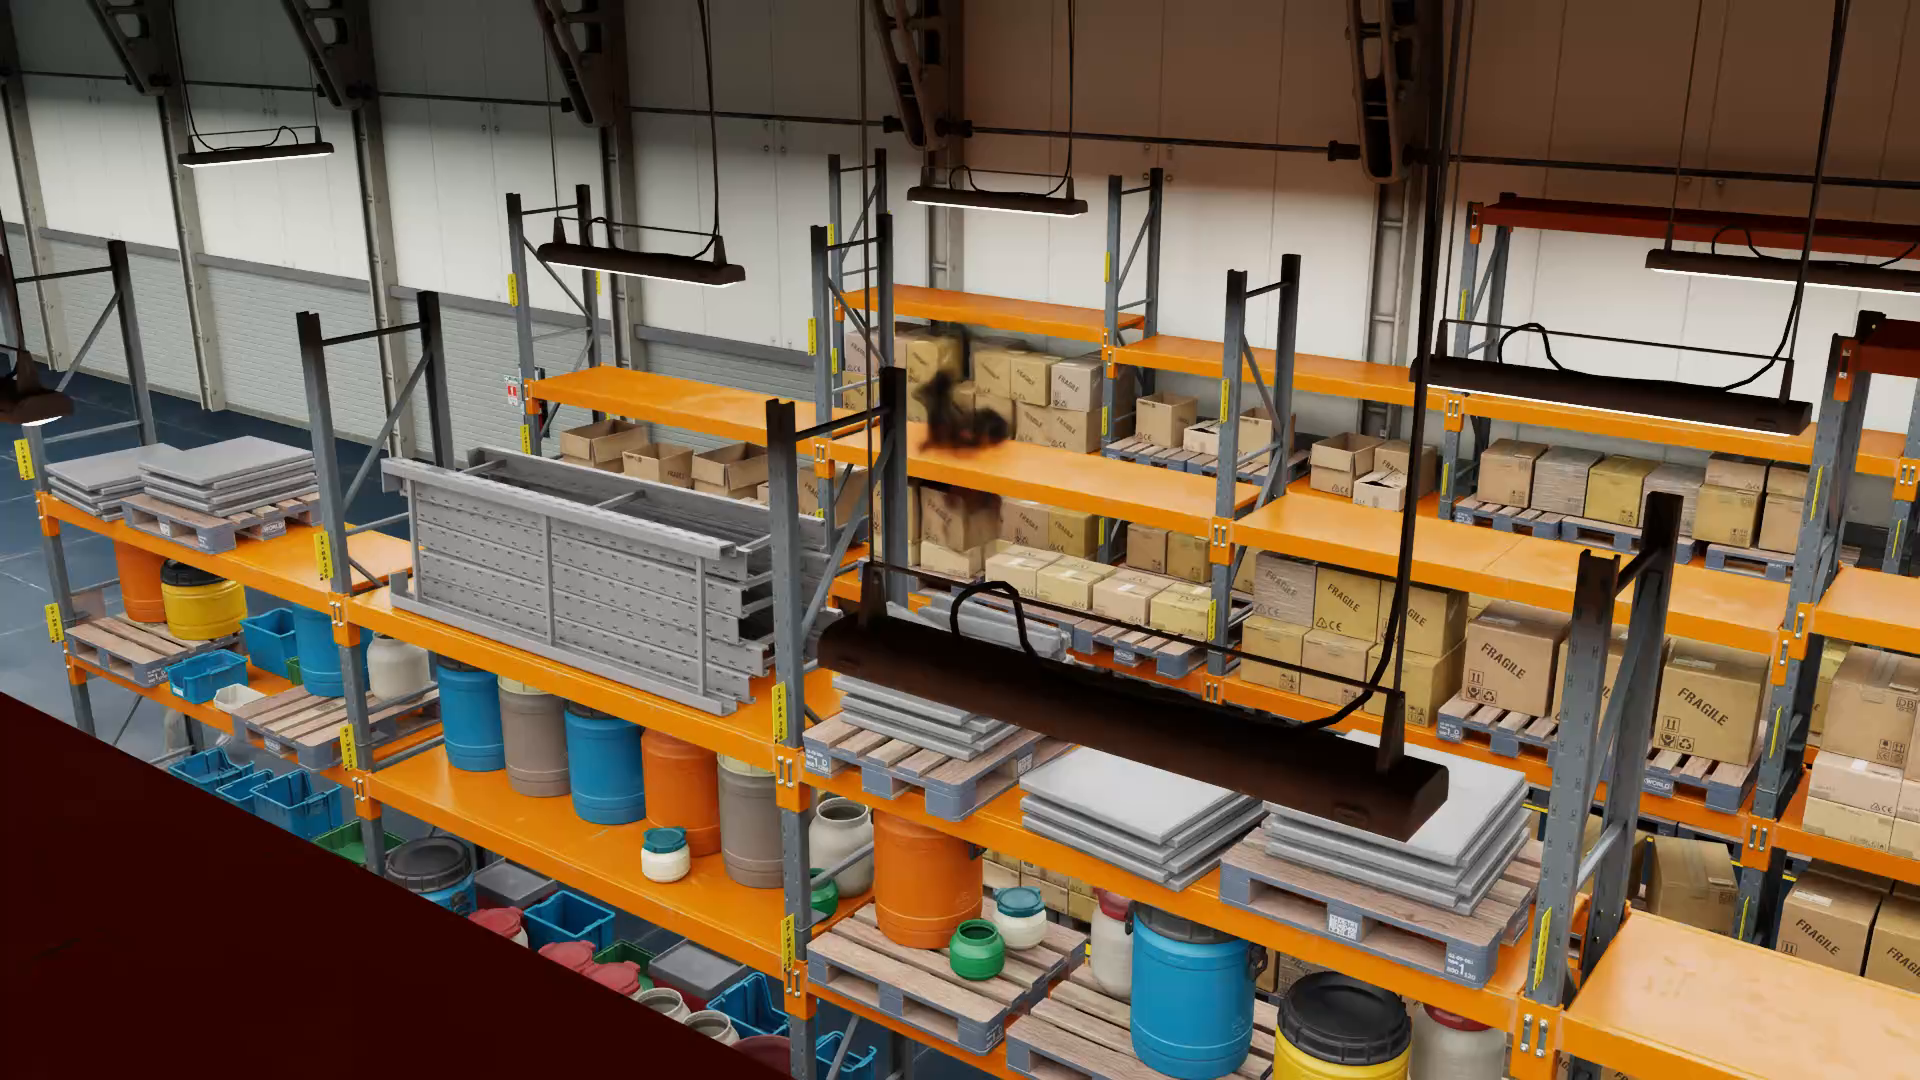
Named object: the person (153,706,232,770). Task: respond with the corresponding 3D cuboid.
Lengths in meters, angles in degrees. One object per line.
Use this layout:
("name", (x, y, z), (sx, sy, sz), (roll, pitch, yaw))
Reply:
("person", (-8.271, 1.578, 17.730), (0.923, 1.714, 0.624), (-11, 21, -29))
